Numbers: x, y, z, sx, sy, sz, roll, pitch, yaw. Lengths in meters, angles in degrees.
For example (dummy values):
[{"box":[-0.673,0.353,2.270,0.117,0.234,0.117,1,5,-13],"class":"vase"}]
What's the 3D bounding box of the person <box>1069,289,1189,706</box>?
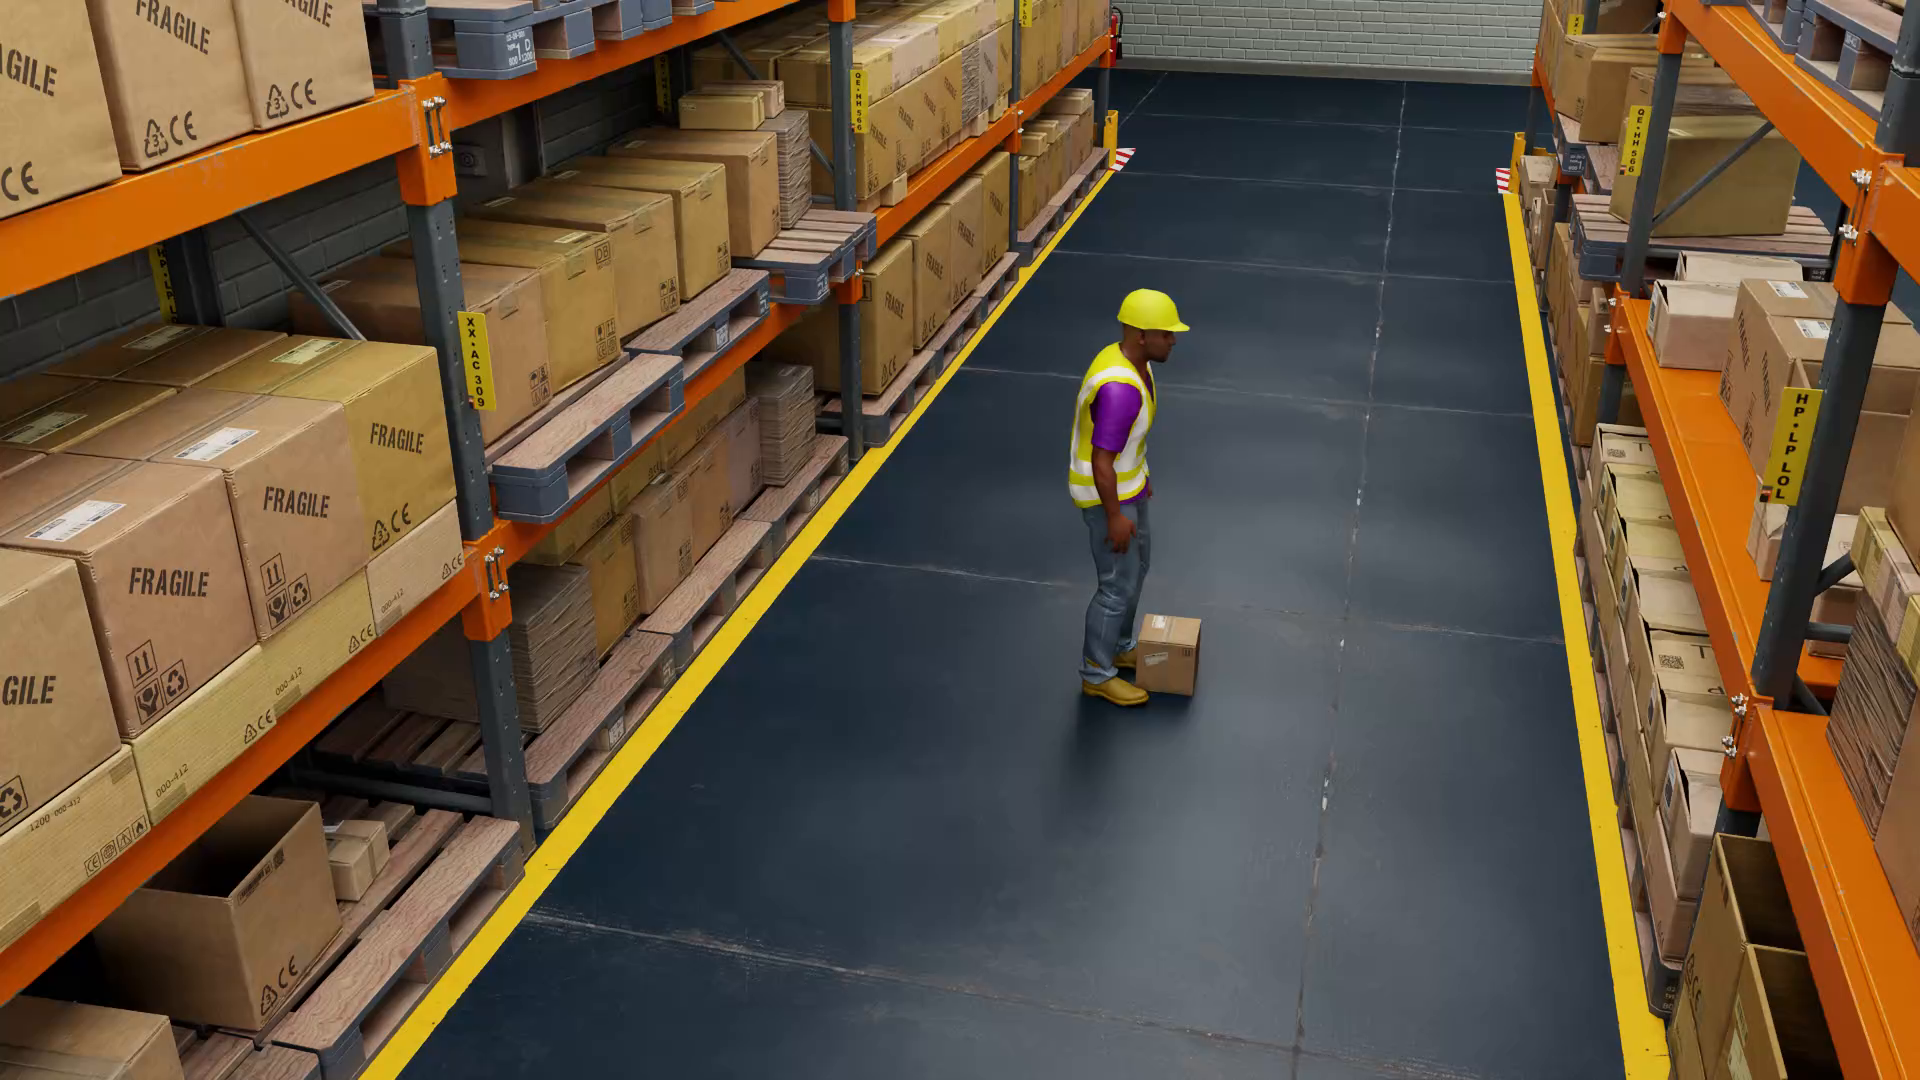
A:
[{"box":[0.692,-0.199,7.010,0.458,1.761,0.626,6,26,13],"class":"person"}]
